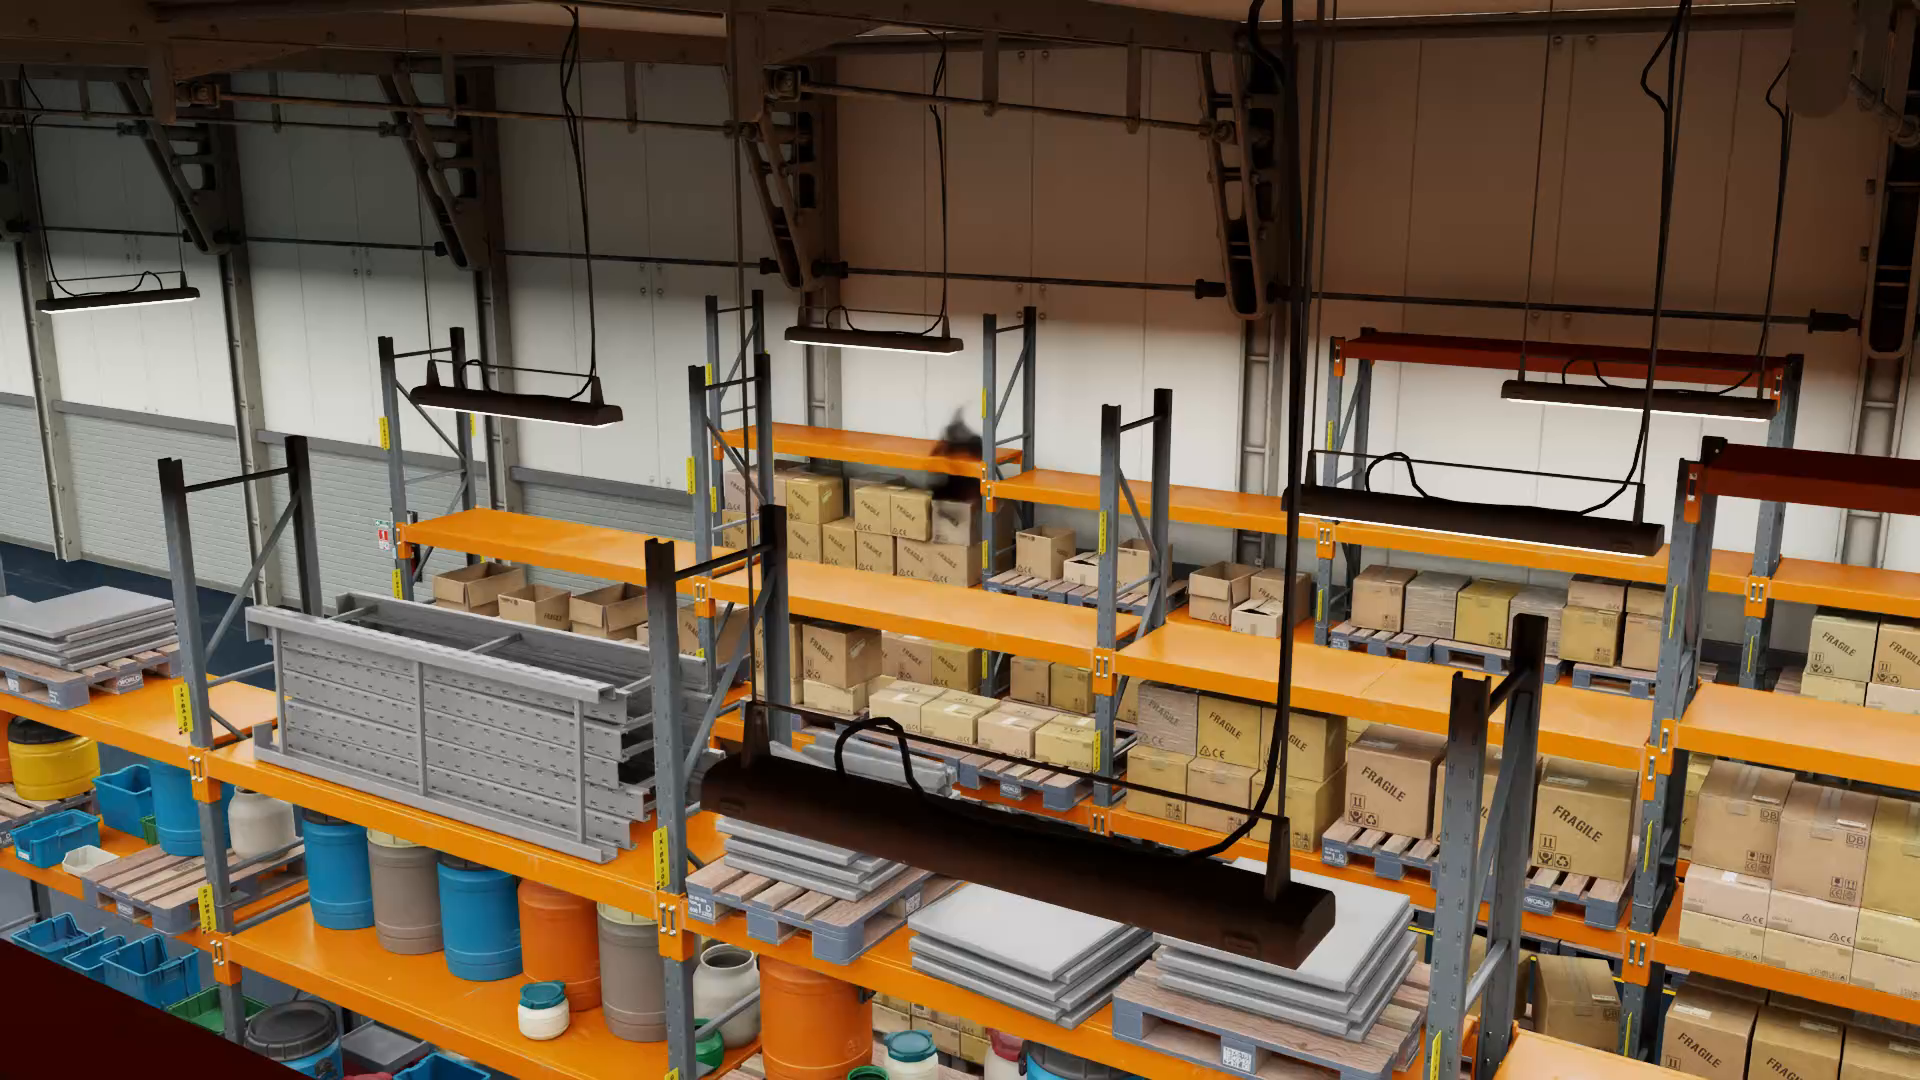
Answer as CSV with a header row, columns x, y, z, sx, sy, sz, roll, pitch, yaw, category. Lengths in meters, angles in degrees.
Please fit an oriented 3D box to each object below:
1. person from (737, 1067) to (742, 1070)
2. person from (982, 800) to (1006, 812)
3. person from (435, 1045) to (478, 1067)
x,y,z,sx,sy,sz,roll,pitch,yaw,category
-1.849,4.215,12.762,0.682,1.679,0.577,5,15,20,person
0.318,3.208,17.043,0.680,1.552,0.542,6,15,24,person
-3.953,4.053,13.169,0.699,1.815,0.638,6,15,23,person
